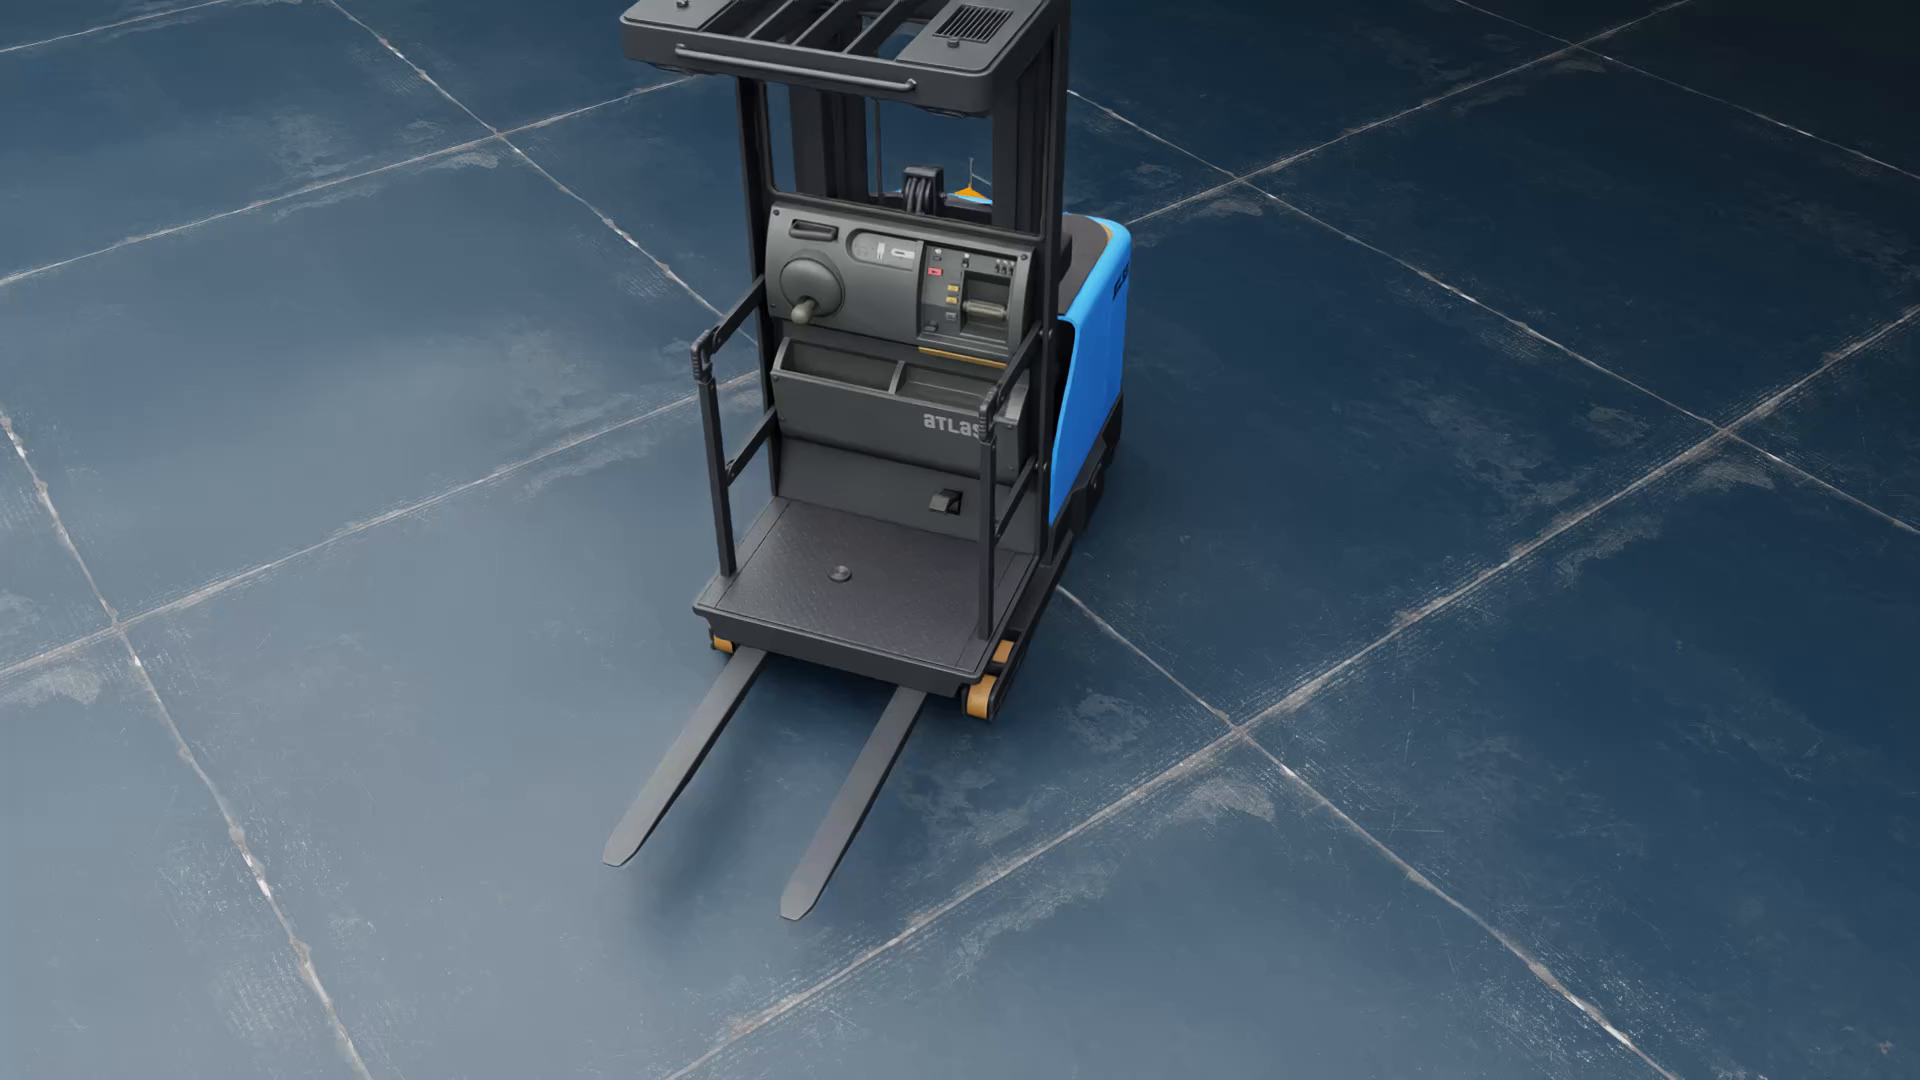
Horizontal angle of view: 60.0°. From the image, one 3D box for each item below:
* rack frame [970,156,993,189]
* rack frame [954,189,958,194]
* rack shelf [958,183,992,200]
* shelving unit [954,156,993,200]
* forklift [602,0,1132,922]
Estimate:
[{"bbox_3d":[0.111,-1.180,7.361,0.008,1.050,0.200,-28,47,-30],"label":"rack frame"},{"bbox_3d":[-0.077,-1.081,7.240,0.008,1.050,0.200,-28,47,-30],"label":"rack frame"},{"bbox_3d":[0.017,-1.342,7.127,0.240,0.259,0.215,-28,47,-30],"label":"rack shelf"},{"bbox_3d":[0.017,-1.130,7.300,0.252,1.050,0.215,-28,47,-30],"label":"shelving unit"},{"bbox_3d":[-0.285,-0.789,5.401,1.130,2.935,3.031,13,41,15],"label":"forklift"}]
